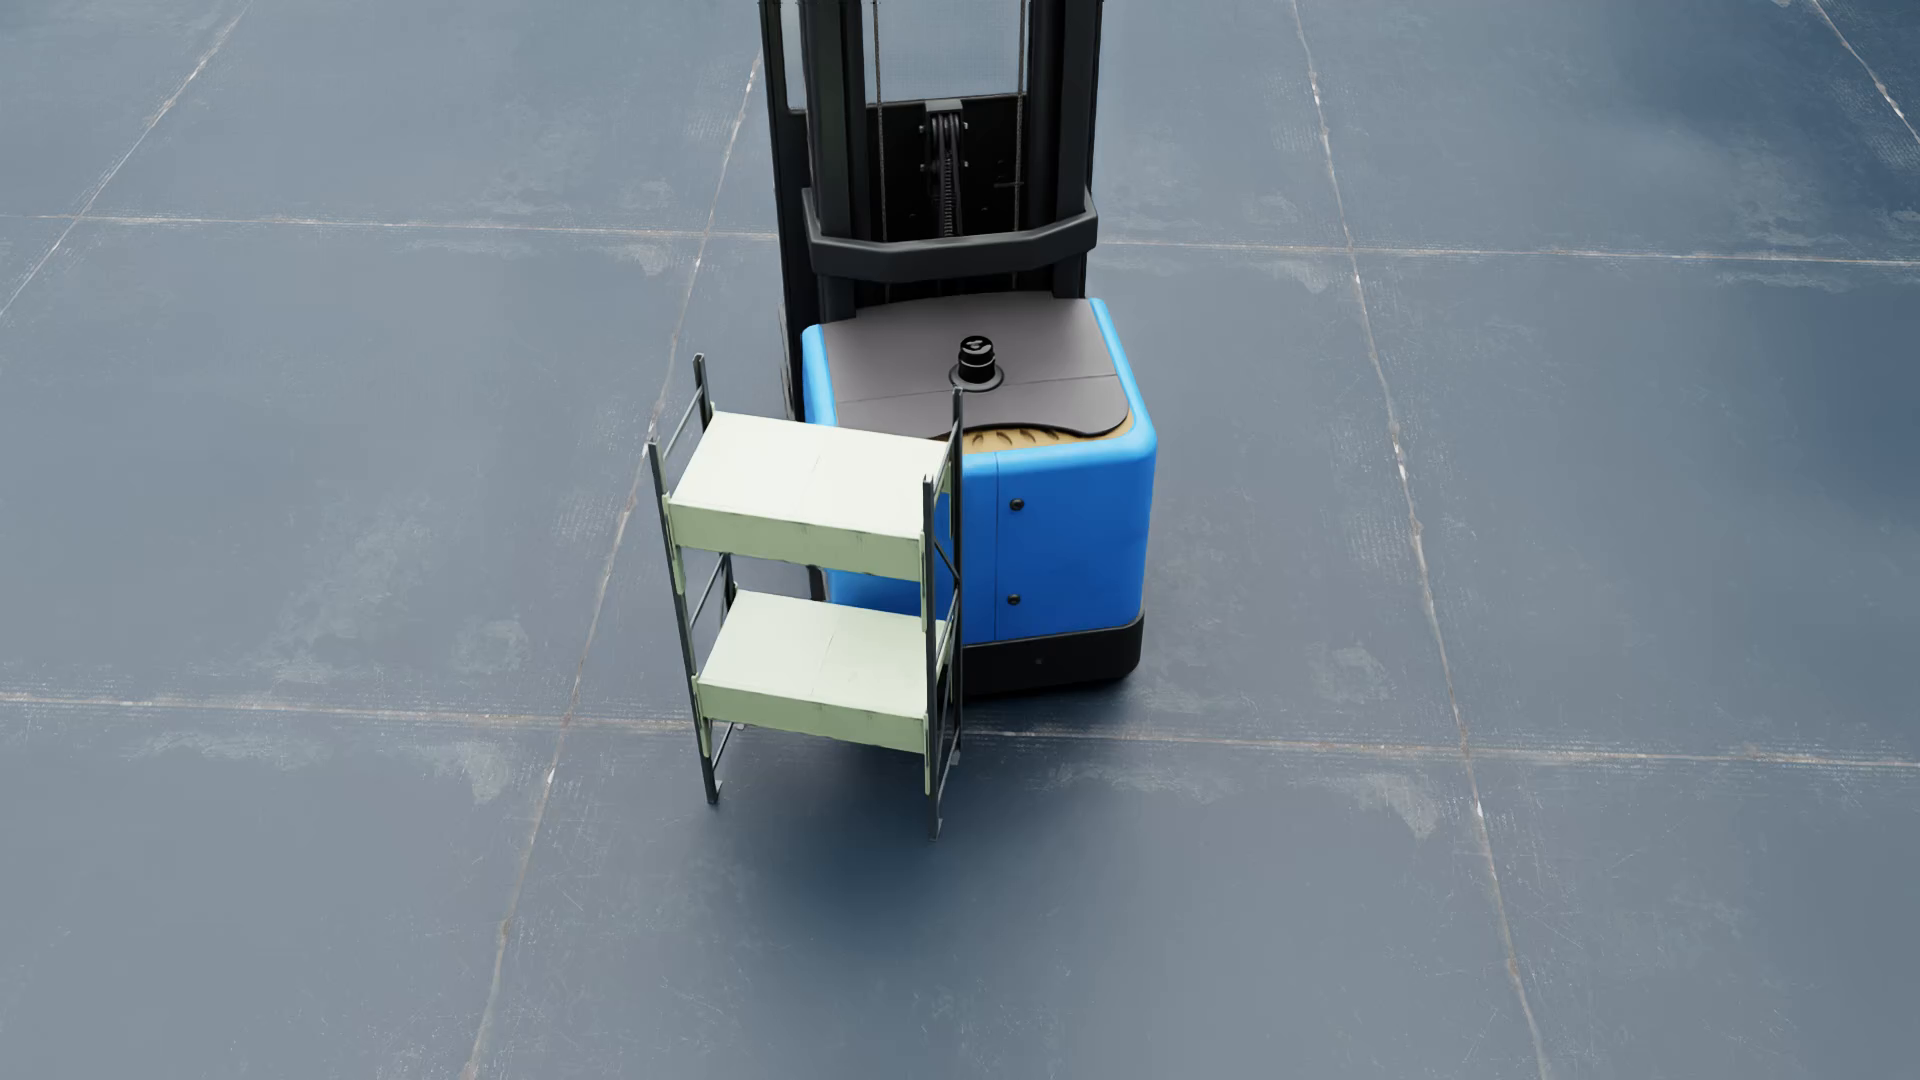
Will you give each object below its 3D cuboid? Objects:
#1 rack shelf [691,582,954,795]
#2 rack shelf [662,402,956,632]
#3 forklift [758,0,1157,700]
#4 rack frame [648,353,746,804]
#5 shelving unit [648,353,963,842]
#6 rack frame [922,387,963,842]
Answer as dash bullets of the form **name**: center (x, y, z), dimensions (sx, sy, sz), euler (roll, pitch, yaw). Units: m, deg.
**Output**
- **rack shelf**: center (-0.401, 0.455, 5.139), dimensions (0.720, 0.370, 0.431), euler (8, 44, 9)
- **rack shelf**: center (-0.402, -0.068, 4.650), dimensions (0.720, 0.370, 0.431), euler (8, 44, 9)
- **forklift**: center (-0.131, -1.524, 5.736), dimensions (1.130, 2.935, 3.031), euler (-6, 43, -7)
- **rack frame**: center (-0.759, 0.165, 4.972), dimensions (0.023, 1.500, 0.400), euler (8, 44, 9)
- **shelving unit**: center (-0.401, 0.217, 4.916), dimensions (0.755, 1.500, 0.431), euler (8, 44, 9)
- **rack frame**: center (-0.043, 0.268, 4.861), dimensions (0.023, 1.500, 0.400), euler (8, 44, 9)
